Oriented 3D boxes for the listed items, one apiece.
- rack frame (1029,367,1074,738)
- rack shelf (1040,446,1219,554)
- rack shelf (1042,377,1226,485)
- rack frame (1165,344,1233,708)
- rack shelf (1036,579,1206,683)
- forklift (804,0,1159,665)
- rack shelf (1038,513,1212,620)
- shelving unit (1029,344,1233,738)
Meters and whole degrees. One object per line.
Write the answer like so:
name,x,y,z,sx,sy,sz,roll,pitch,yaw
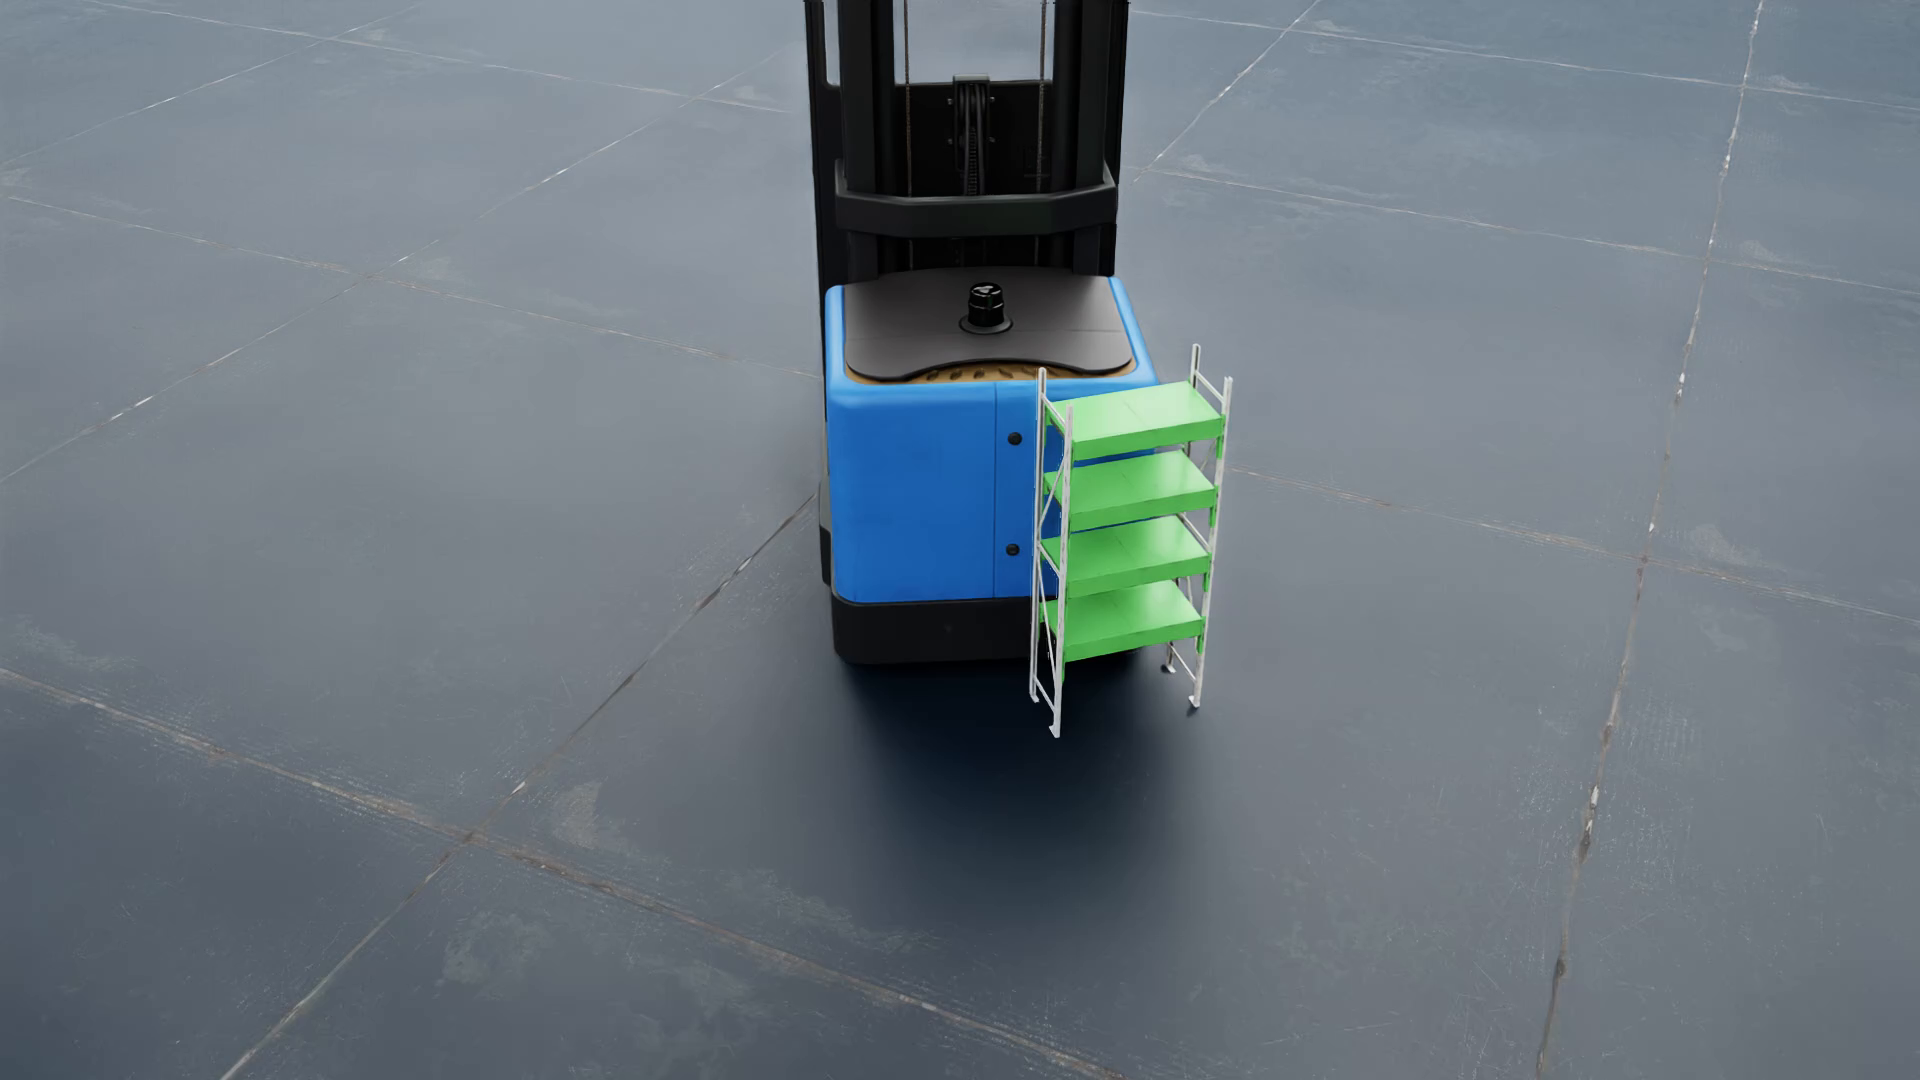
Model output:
rack frame,0.273,0.065,5.057,0.015,1.200,0.240,-10,35,-15
rack shelf,0.505,-0.124,5.024,0.480,0.148,0.258,-10,35,-15
rack shelf,0.505,-0.325,4.892,0.480,0.148,0.258,-10,35,-15
rack frame,0.737,-0.018,5.184,0.015,1.200,0.240,-10,35,-15
rack shelf,0.505,0.277,5.287,0.480,0.148,0.258,-10,35,-15
forklift,0.005,-1.598,6.014,1.130,2.935,3.031,-2,33,-3
rack shelf,0.505,0.077,5.155,0.480,0.148,0.258,-10,35,-15
shelving unit,0.505,0.023,5.120,0.503,1.200,0.258,-10,35,-15
